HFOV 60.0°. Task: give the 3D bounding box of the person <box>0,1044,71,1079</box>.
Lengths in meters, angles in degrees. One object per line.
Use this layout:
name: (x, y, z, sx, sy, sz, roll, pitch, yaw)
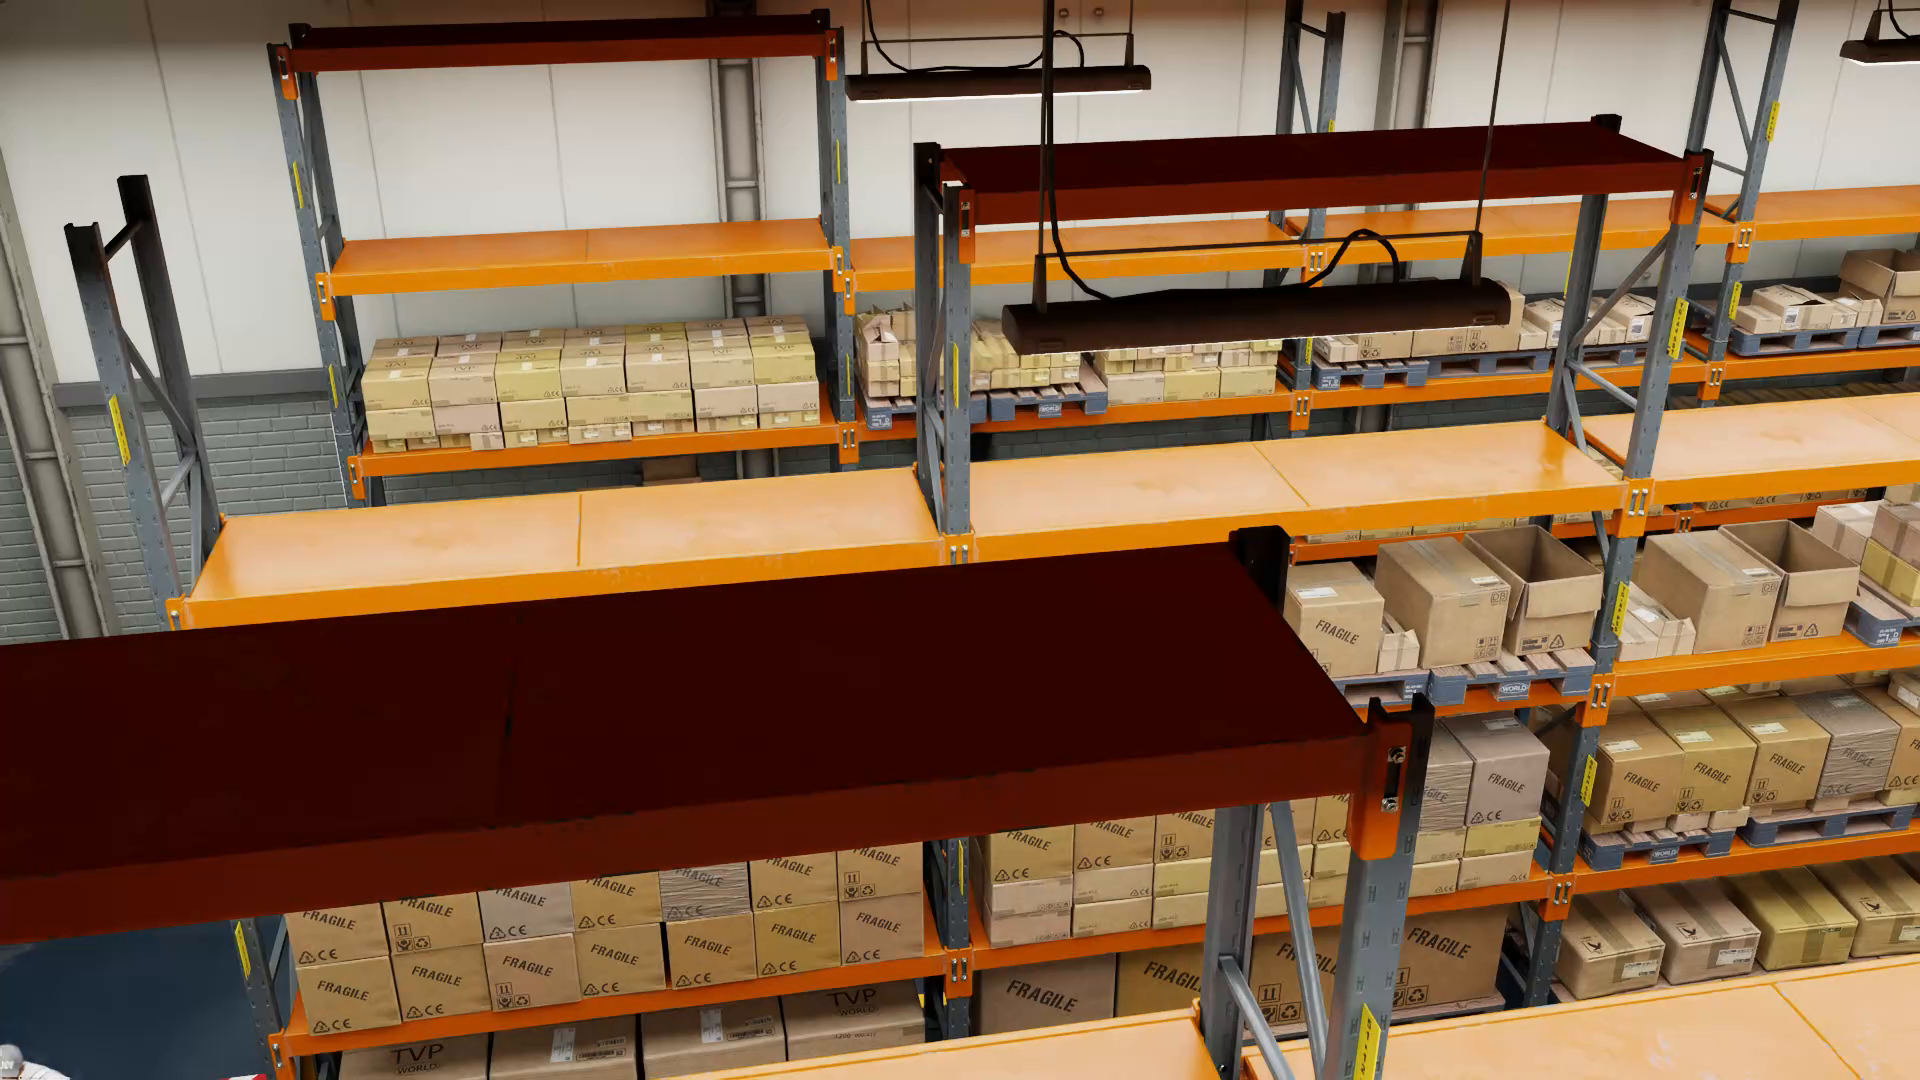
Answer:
person: (-5.193, 3.348, 9.583, 0.581, 1.618, 0.939, 1, 26, 2)
